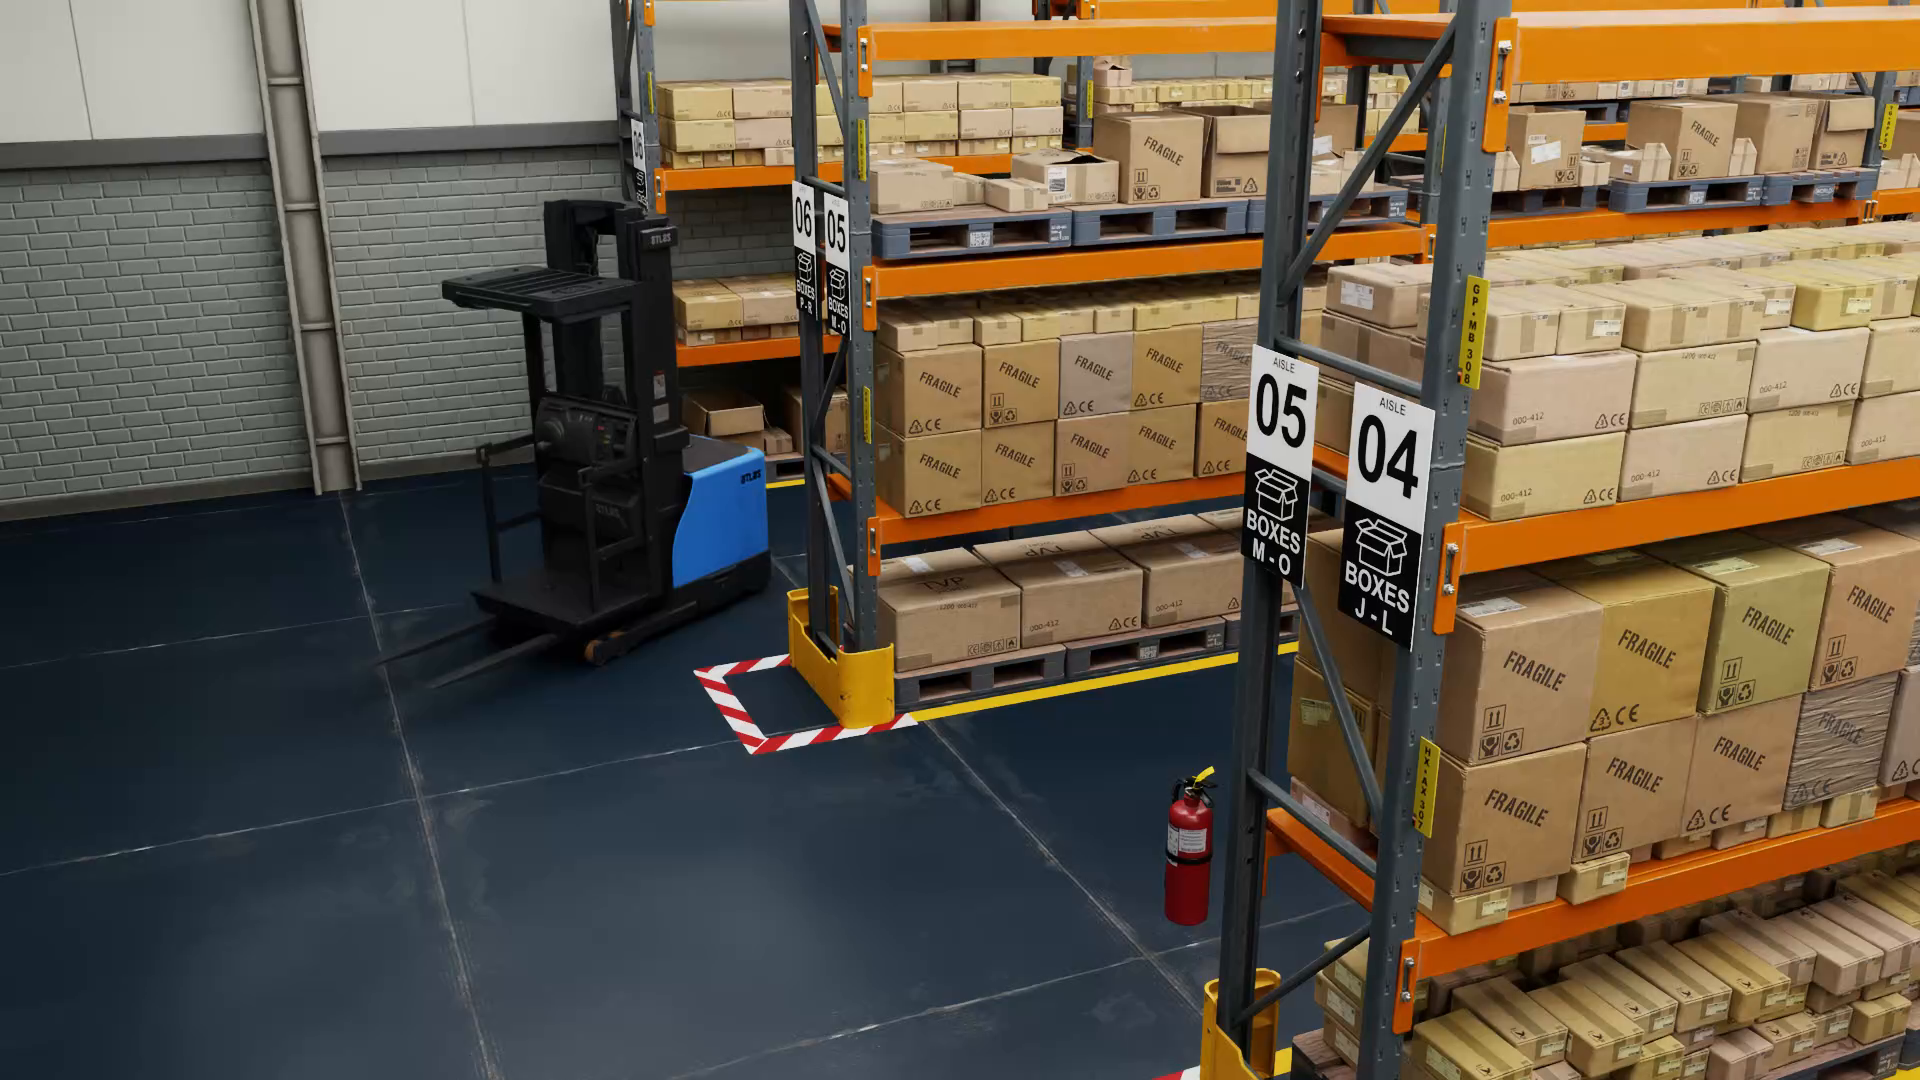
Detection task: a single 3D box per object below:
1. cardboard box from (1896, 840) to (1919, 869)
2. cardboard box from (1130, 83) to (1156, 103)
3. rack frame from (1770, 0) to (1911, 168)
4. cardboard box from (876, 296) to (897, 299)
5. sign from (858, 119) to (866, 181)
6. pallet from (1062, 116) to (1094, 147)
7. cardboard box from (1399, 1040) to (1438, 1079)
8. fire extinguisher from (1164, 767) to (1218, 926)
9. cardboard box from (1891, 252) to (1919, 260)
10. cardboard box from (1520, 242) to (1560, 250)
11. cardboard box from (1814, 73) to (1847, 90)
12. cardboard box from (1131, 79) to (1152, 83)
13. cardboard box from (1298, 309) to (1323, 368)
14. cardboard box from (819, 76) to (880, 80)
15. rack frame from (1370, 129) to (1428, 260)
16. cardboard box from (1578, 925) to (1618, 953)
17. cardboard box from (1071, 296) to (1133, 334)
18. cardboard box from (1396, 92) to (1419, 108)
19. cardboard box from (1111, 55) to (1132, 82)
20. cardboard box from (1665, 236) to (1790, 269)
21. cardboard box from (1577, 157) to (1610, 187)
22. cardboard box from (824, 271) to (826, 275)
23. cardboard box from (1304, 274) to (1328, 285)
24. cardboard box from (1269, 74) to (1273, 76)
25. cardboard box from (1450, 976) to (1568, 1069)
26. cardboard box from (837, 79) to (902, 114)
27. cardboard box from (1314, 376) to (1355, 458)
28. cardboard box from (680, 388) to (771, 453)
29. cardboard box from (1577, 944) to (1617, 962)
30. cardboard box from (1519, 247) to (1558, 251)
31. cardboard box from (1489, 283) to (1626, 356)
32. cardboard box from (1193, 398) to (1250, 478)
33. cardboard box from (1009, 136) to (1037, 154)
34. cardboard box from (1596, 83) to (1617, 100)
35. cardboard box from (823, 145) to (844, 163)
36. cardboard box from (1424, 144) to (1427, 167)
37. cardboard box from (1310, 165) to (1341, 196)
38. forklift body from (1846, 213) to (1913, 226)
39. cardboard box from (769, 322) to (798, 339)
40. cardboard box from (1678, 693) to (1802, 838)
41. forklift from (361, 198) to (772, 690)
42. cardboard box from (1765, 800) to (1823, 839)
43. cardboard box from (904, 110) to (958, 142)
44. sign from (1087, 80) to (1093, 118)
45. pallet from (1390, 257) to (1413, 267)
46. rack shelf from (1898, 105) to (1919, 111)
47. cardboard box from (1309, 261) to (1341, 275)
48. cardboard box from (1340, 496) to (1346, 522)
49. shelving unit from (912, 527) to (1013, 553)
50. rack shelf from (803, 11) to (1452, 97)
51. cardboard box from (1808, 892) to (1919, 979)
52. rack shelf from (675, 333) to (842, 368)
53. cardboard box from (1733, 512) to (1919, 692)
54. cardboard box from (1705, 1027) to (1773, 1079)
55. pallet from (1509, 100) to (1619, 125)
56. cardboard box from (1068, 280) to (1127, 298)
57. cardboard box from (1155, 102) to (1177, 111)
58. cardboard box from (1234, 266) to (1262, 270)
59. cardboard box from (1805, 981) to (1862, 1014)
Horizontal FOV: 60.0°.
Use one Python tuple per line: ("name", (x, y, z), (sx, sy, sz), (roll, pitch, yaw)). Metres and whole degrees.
("cardboard box", (4.298, 1.388, 7.827), (0.250, 0.149, 0.380), (-7, 21, -19))
("cardboard box", (1.614, -4.132, 15.371), (0.250, 0.149, 0.380), (-8, 21, -21))
("rack frame", (6.592, -4.330, 12.271), (0.127, 3.000, 1.000), (-8, 21, -22))
("cardboard box", (-0.812, -2.216, 15.078), (0.500, 0.250, 0.500), (-9, 21, -23))
("sign", (-0.539, -2.143, 9.139), (0.005, 0.325, 0.100), (-8, 21, -22))
("pallet", (1.576, -3.878, 15.786), (1.003, 0.211, 1.213), (-8, 21, -22))
("cardboard box", (1.883, 2.064, 6.357), (0.250, 0.149, 0.380), (-7, 21, -20))
("fire extinguisher", (0.886, 1.153, 6.409), (0.183, 0.674, 0.296), (-8, 21, -22))
("cardboard box", (3.616, -0.944, 6.042), (0.250, 0.149, 0.380), (-8, 21, -22))
("cardboard box", (6.075, -3.292, 17.827), (0.500, 0.250, 0.500), (-9, 21, -23))
("cardboard box", (9.778, -5.239, 18.789), (0.258, 0.266, 0.396), (-9, 21, -23))
("cardboard box", (1.632, -4.321, 15.908), (0.250, 0.149, 0.380), (-9, 21, -23))
("cardboard box", (2.126, -1.283, 10.992), (0.500, 0.500, 0.500), (-8, 21, -23))
("cardboard box", (-1.009, -4.022, 14.937), (0.500, 0.250, 0.500), (-8, 21, -22))
("rack frame", (4.622, -3.014, 17.565), (0.127, 3.000, 1.000), (-8, 21, -22))
("cardboard box", (2.614, 1.612, 7.192), (0.250, 0.149, 0.380), (-7, 21, -20))
("cardboard box", (0.879, -1.401, 10.353), (0.250, 0.149, 0.380), (-8, 21, -21))
("cardboard box", (4.392, -4.426, 16.684), (0.250, 0.149, 0.380), (-8, 21, -21))
("cardboard box", (1.433, -4.471, 15.710), (0.258, 0.266, 0.396), (-8, 21, -22))
("cardboard box", (2.910, -1.049, 6.341), (0.250, 0.149, 0.380), (-9, 21, -23))
("cardboard box", (4.220, -2.537, 11.413), (0.250, 0.166, 0.380), (-10, 22, -26))
("cardboard box", (-0.995, -2.372, 15.521), (0.500, 0.250, 0.500), (-8, 21, -22))
("cardboard box", (2.477, -1.660, 11.087), (0.250, 0.149, 0.380), (-8, 21, -21))
("cardboard box", (3.242, -4.585, 16.689), (0.250, 0.149, 0.380), (-8, 21, -22))
("cardboard box", (2.121, 1.876, 6.442), (0.250, 0.149, 0.380), (-8, 21, -21))
("cardboard box", (-0.822, -3.865, 14.491), (0.500, 0.250, 0.500), (-8, 21, -20))
("cardboard box", (1.613, -0.437, 5.955), (0.500, 0.250, 0.500), (-9, 21, -23))
("cardboard box", (-2.124, -1.033, 15.067), (0.637, 0.503, 0.797), (-9, 21, -24))
("cardboard box", (2.618, 1.757, 7.228), (0.250, 0.149, 0.380), (-8, 21, -21))
("cardboard box", (6.061, -3.061, 17.926), (0.500, 0.250, 0.500), (-9, 21, -24))
("cardboard box", (1.928, -0.721, 5.410), (0.250, 0.149, 0.380), (-7, 21, -20))
("cardboard box", (1.668, -0.743, 10.964), (0.500, 0.500, 0.500), (-8, 21, -23))
("cardboard box", (0.510, -3.615, 15.135), (0.250, 0.149, 0.380), (-8, 21, -22))
("cardboard box", (6.698, -4.743, 17.554), (0.250, 0.149, 0.380), (-8, 21, -23))
("cardboard box", (-1.156, -3.389, 14.493), (0.250, 0.149, 0.380), (-8, 21, -23))
("cardboard box", (3.645, -2.725, 11.731), (0.500, 0.311, 0.500), (-8, 21, -22))
("cardboard box", (2.217, -2.300, 10.615), (0.250, 0.149, 0.380), (-8, 21, -21))
("forklift body", (10.949, -2.860, 18.406), (1.214, 2.155, 2.313), (-8, 21, -22))
("cardboard box", (-1.614, -1.910, 14.807), (0.250, 0.149, 0.380), (-7, 21, -20))
("cardboard box", (2.758, 0.747, 6.285), (0.500, 0.500, 0.500), (-8, 21, -21))
("forklift", (-2.674, -0.727, 11.173), (1.130, 2.935, 3.031), (13, 23, 33))
("cardboard box", (3.139, 1.003, 6.535), (0.250, 0.149, 0.380), (-7, 21, -20))
("cardboard box", (-0.342, -3.697, 14.766), (0.500, 0.250, 0.500), (-8, 21, -21))
("sign", (1.172, -3.982, 15.019), (0.005, 0.325, 0.100), (-8, 21, -22))
("pallet", (4.028, -2.813, 17.283), (1.003, 0.211, 1.213), (-8, 21, -22))
("rack shelf", (10.132, -4.879, 19.428), (4.000, 0.370, 1.077), (-8, 21, -22))
("cardboard box", (2.526, -1.837, 11.589), (0.250, 0.149, 0.380), (-8, 21, -23))
("cardboard box", (3.457, -0.276, 12.357), (0.875, 0.875, 0.875), (-7, 21, -20))
("shelving unit", (0.006, -0.708, 13.275), (0.755, 1.500, 0.431), (-8, 21, -22))
("rack shelf", (1.083, -3.013, 10.215), (4.000, 0.370, 1.077), (-8, 21, -22))
("cardboard box", (3.823, 1.669, 7.030), (0.250, 0.149, 0.380), (-9, 21, -25))
("rack shelf", (-0.887, -1.885, 15.443), (4.000, 0.370, 1.077), (-8, 21, -22))
("cardboard box", (3.231, 0.213, 6.297), (0.500, 0.500, 0.500), (-9, 21, -24))
("cardboard box", (3.079, 2.060, 6.815), (0.250, 0.149, 0.380), (-9, 21, -25))
("pallet", (6.236, -4.604, 17.849), (1.213, 0.211, 1.003), (-7, 21, -19))
("cardboard box", (0.895, -1.595, 10.901), (0.250, 0.149, 0.380), (-7, 21, -20))
("cardboard box", (1.827, -4.034, 15.541), (0.250, 0.149, 0.380), (-8, 21, -21))
("cardboard box", (2.678, -2.900, 16.458), (0.500, 0.500, 0.700), (-8, 21, -22))
("cardboard box", (3.577, 1.818, 7.054), (0.250, 0.149, 0.380), (-9, 21, -24))
